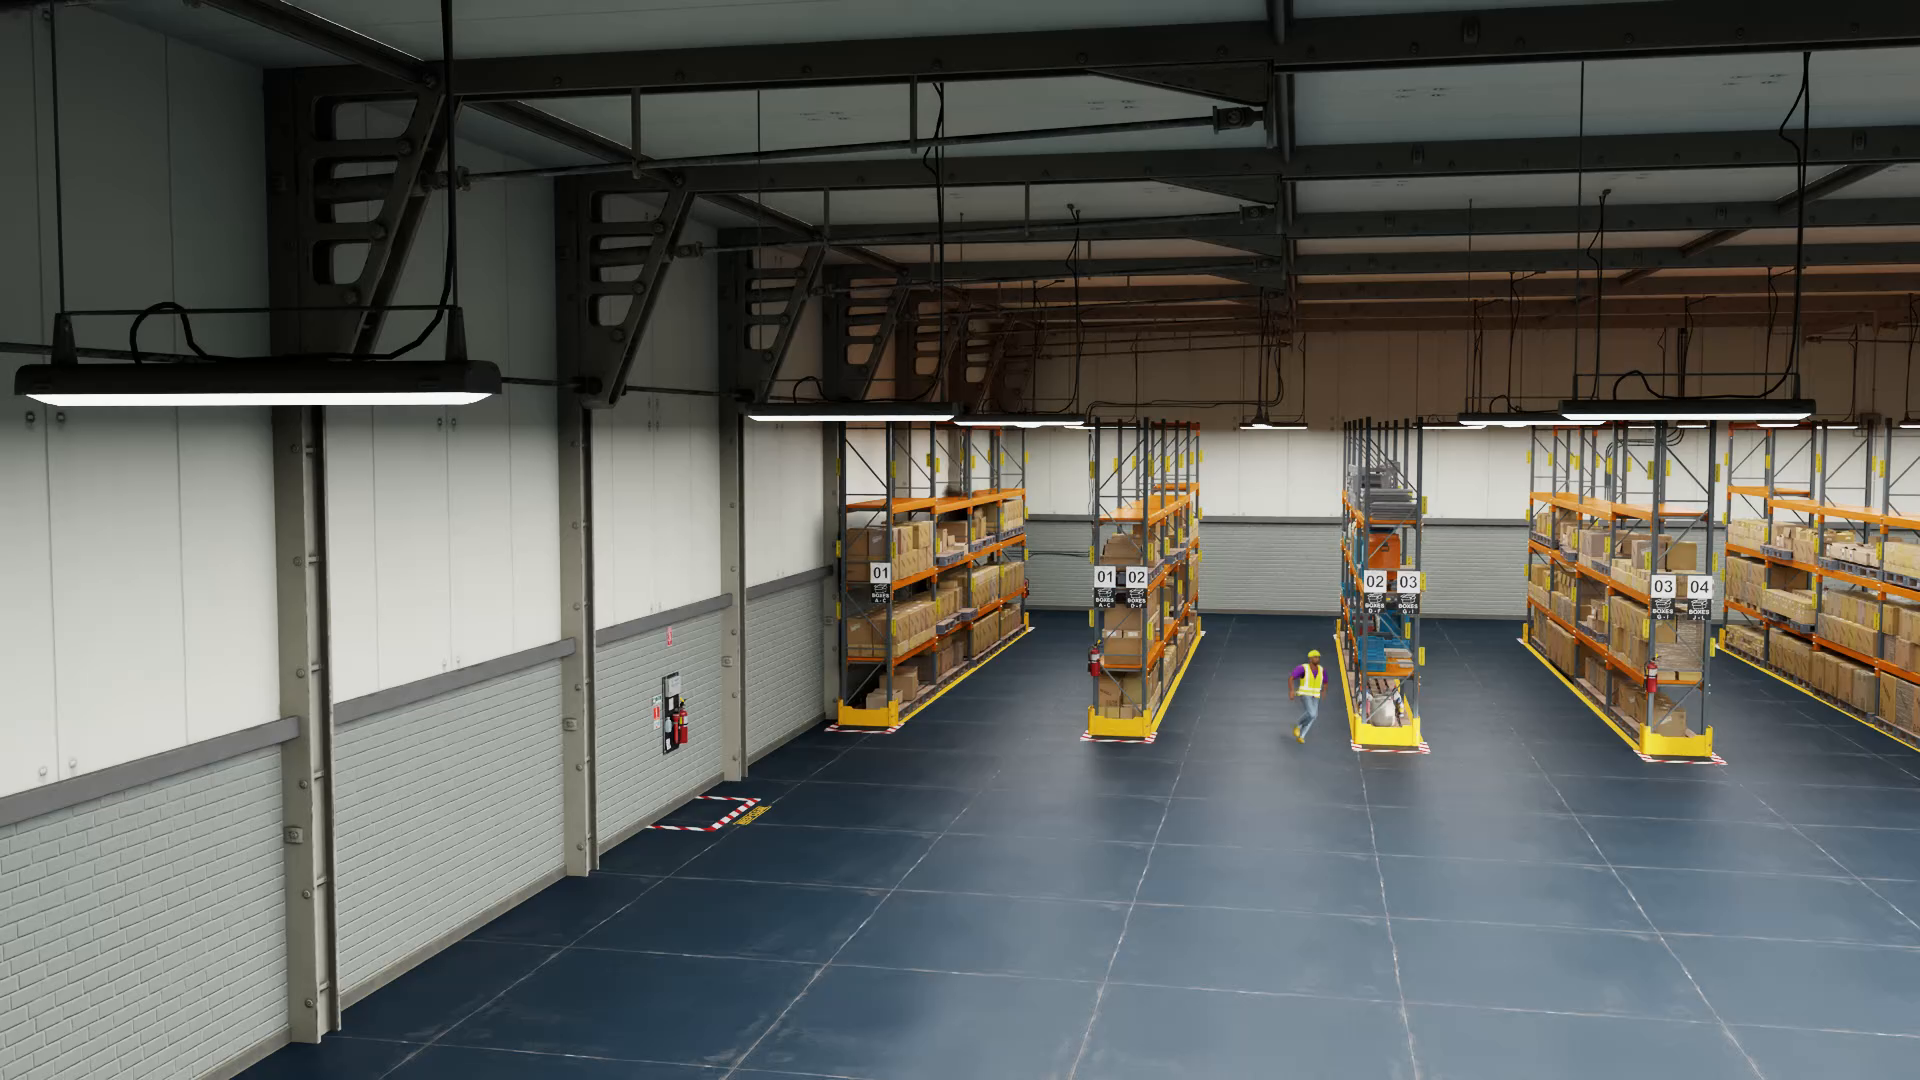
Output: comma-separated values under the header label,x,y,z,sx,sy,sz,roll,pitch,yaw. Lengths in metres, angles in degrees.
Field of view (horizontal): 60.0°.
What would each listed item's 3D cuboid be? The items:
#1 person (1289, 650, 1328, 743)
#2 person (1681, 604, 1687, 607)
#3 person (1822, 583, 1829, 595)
label,x,y,z,sx,sy,sz,roll,pitch,yaw
person,6.474,2.886,30.626,0.744,1.695,0.572,-1,4,-17
person,18.758,2.038,43.181,0.723,1.739,0.954,1,4,12
person,23.361,1.982,44.893,0.840,1.703,0.587,1,4,15
